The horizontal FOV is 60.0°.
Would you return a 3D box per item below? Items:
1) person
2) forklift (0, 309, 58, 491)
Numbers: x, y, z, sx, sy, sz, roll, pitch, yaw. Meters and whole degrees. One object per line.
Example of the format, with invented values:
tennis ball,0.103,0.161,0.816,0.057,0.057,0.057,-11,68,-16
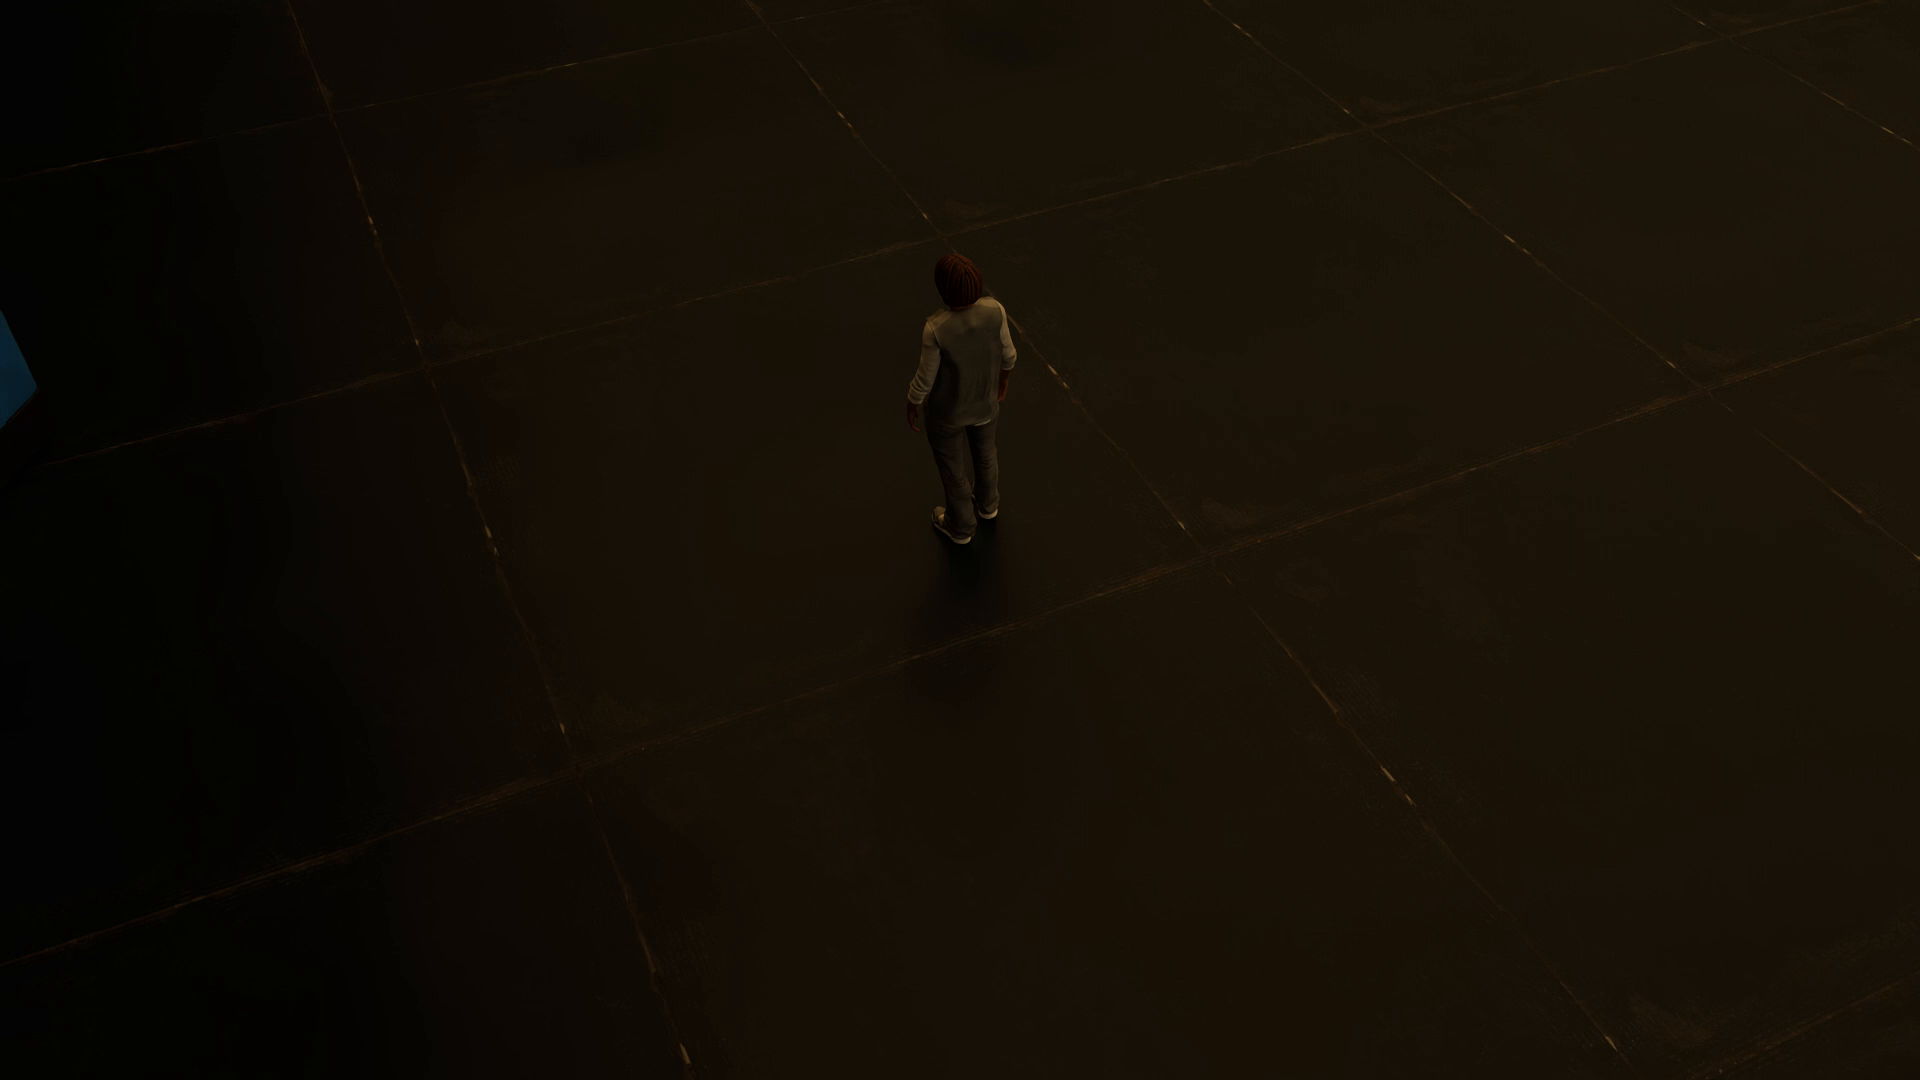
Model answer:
person,-0.018,-0.639,7.331,0.520,1.597,0.475,-18,46,-18
forklift,-6.085,-1.465,7.250,3.031,2.935,1.130,7,43,7
